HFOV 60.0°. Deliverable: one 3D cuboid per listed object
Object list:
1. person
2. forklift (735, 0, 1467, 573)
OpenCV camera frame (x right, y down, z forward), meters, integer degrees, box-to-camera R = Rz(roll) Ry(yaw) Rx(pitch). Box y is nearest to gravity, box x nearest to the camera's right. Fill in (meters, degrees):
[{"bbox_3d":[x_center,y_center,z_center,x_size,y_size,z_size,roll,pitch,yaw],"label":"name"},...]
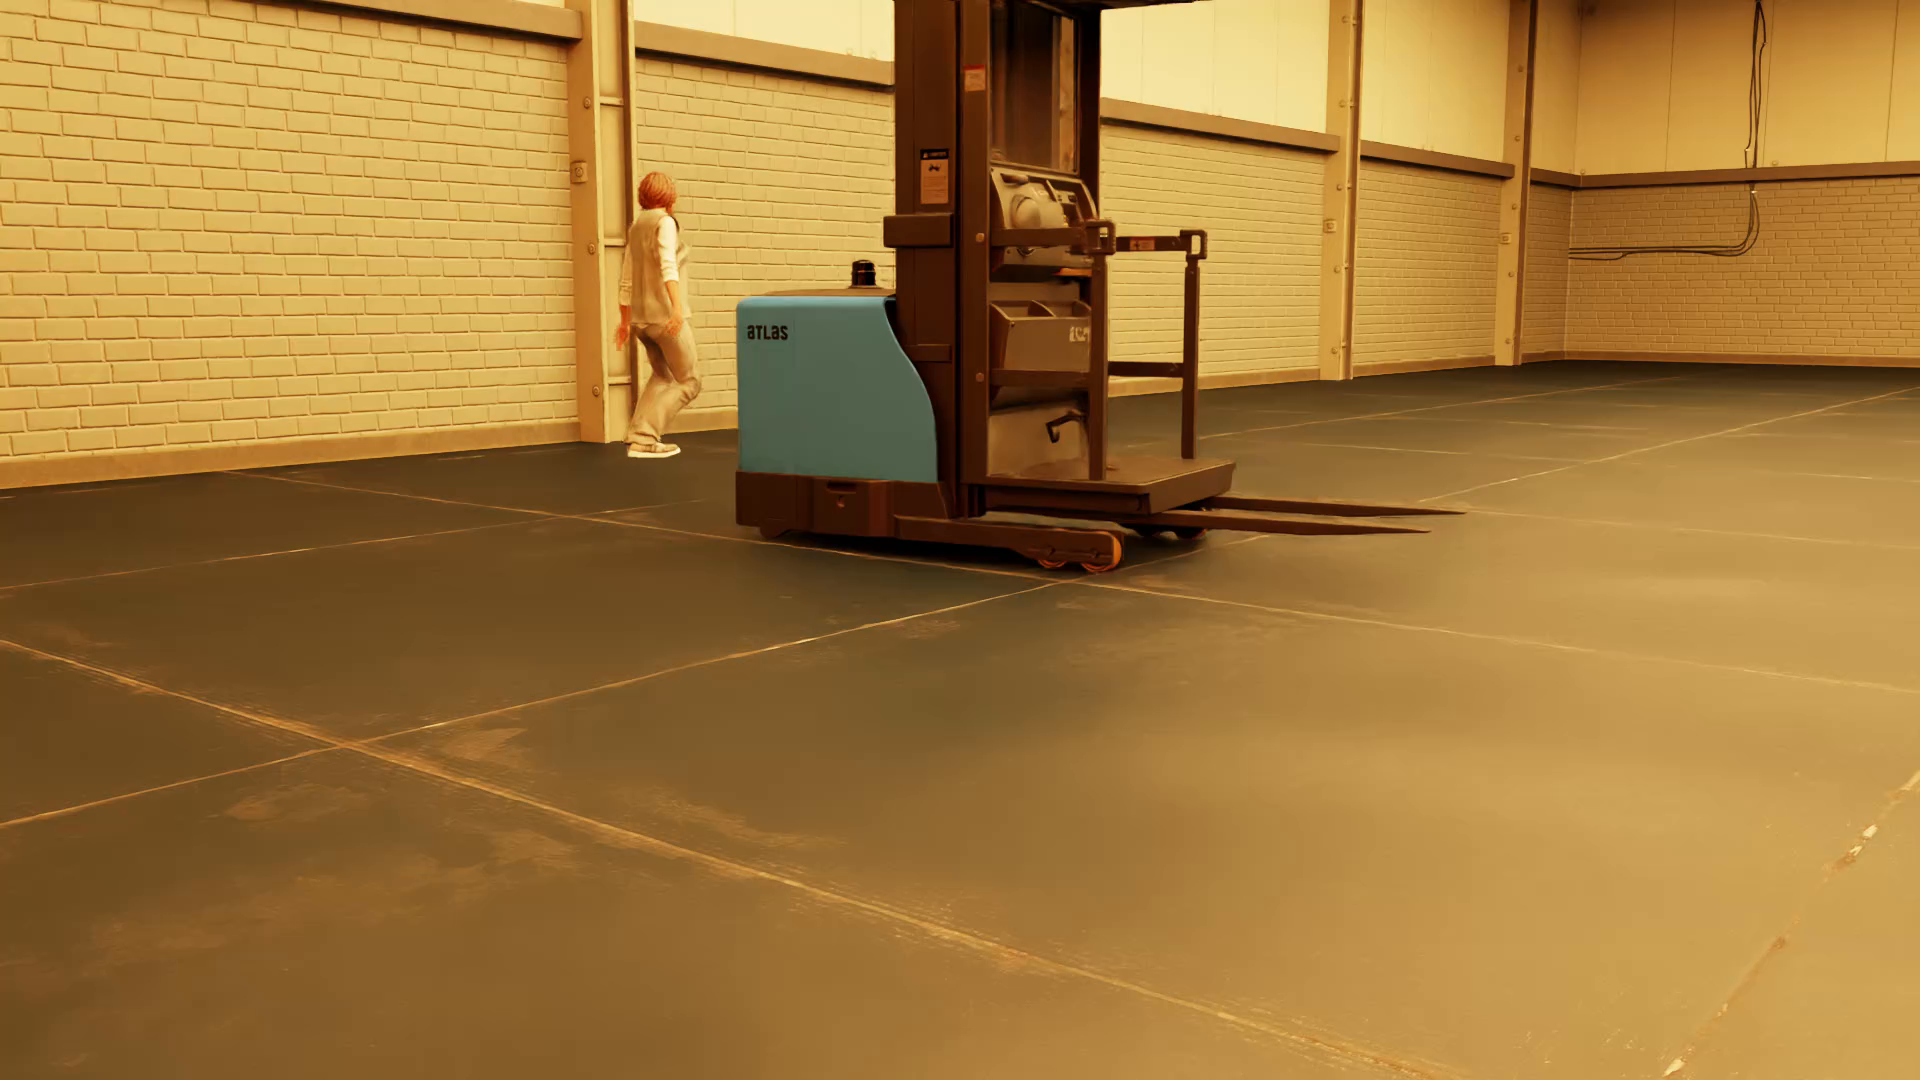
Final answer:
[{"bbox_3d":[-1.589,-1.153,8.619,0.438,1.503,0.722,-6,10,-34],"label":"person"},{"bbox_3d":[0.543,-1.409,6.910,3.031,2.935,1.130,5,9,28],"label":"forklift"}]
